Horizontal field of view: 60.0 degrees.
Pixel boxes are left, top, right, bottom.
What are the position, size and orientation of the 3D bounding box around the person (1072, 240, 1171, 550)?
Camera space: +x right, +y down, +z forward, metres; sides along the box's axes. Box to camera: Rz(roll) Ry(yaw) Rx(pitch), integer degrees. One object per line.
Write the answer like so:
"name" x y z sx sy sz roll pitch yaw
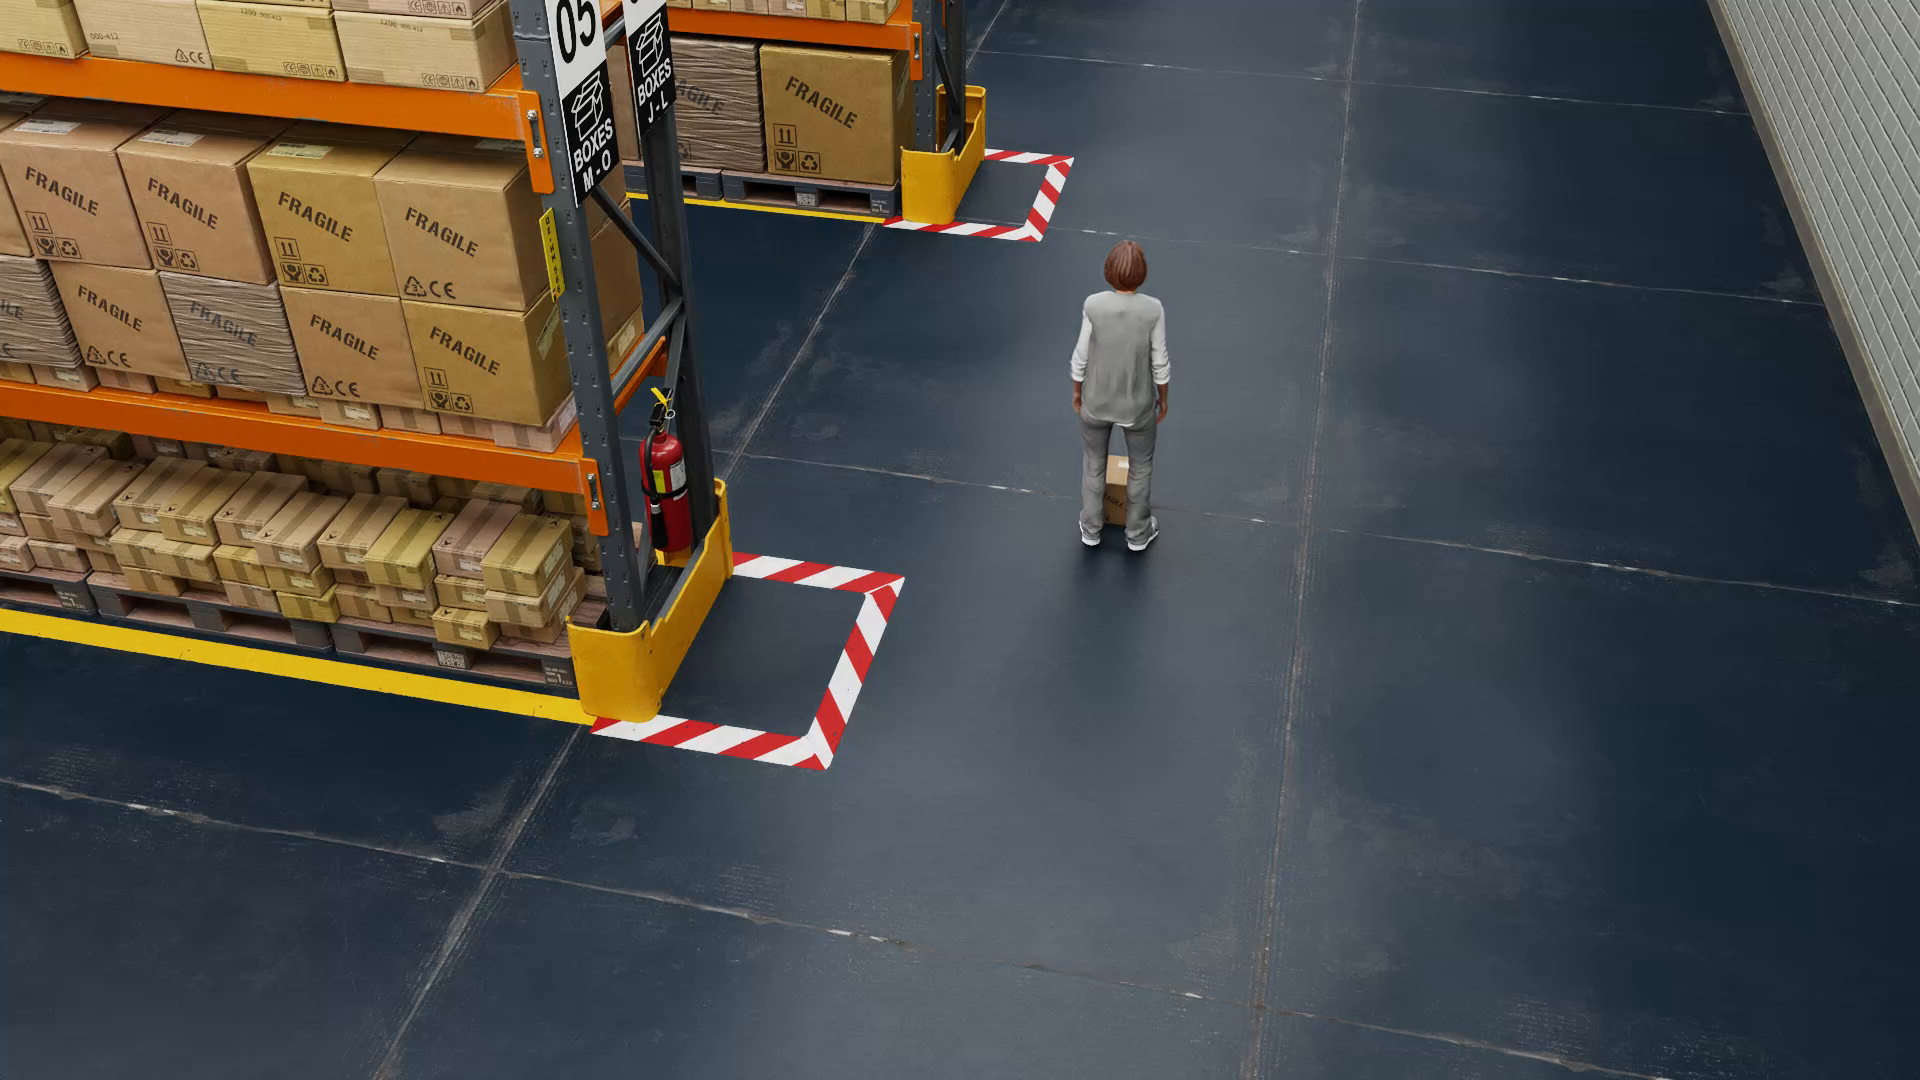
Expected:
"person" 0.749 -0.646 7.825 0.462 1.593 0.343 8 38 10
